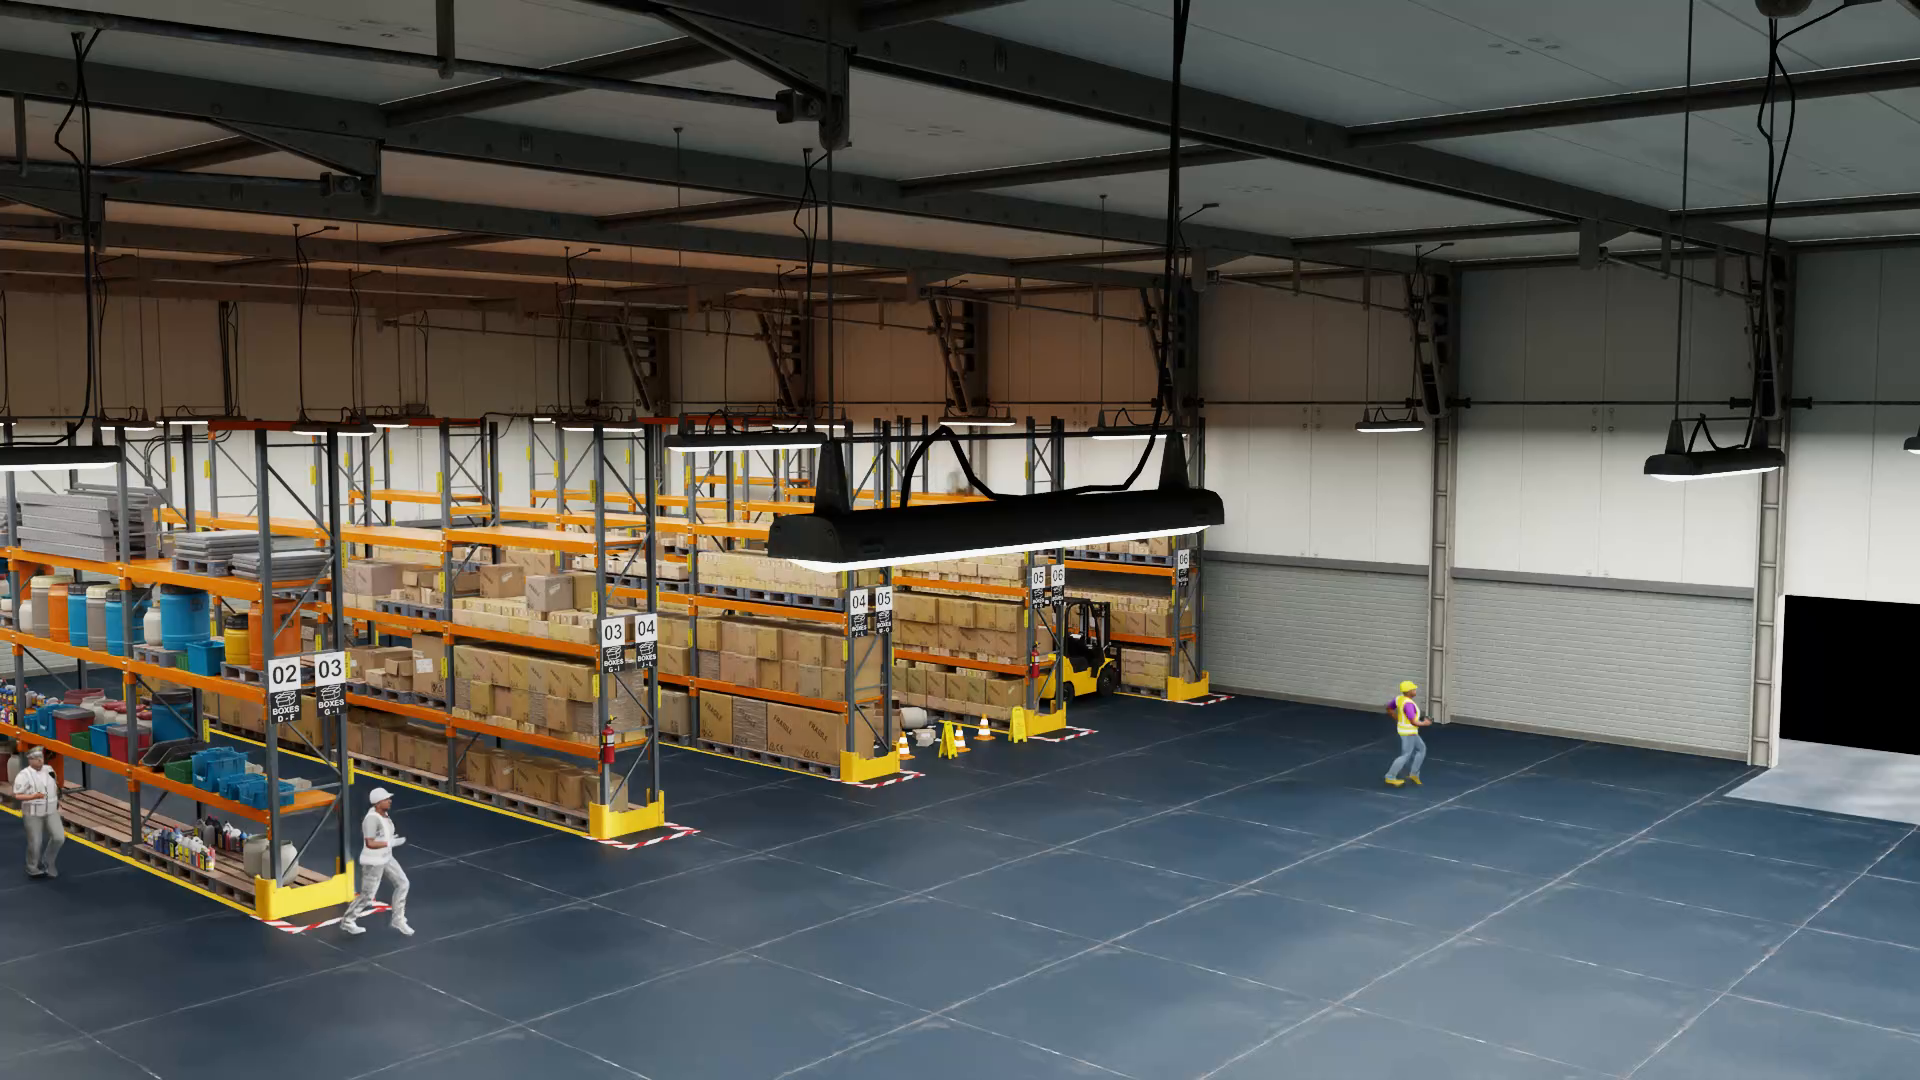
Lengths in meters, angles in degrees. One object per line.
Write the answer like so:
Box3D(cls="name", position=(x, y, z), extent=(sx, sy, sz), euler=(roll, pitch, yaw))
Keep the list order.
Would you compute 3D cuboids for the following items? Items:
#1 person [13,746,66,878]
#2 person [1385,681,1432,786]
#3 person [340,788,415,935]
Box3D(cls="person", position=(-12.165, 3.628, 22.048), extent=(0.676, 1.810, 0.643), euler=(3, 6, 36))
Box3D(cls="person", position=(7.368, 3.201, 27.365), extent=(0.741, 1.794, 0.707), euler=(0, 5, 3))
Box3D(cls="person", position=(-6.914, 3.819, 19.634), extent=(0.831, 1.808, 0.700), euler=(0, 5, 0))
